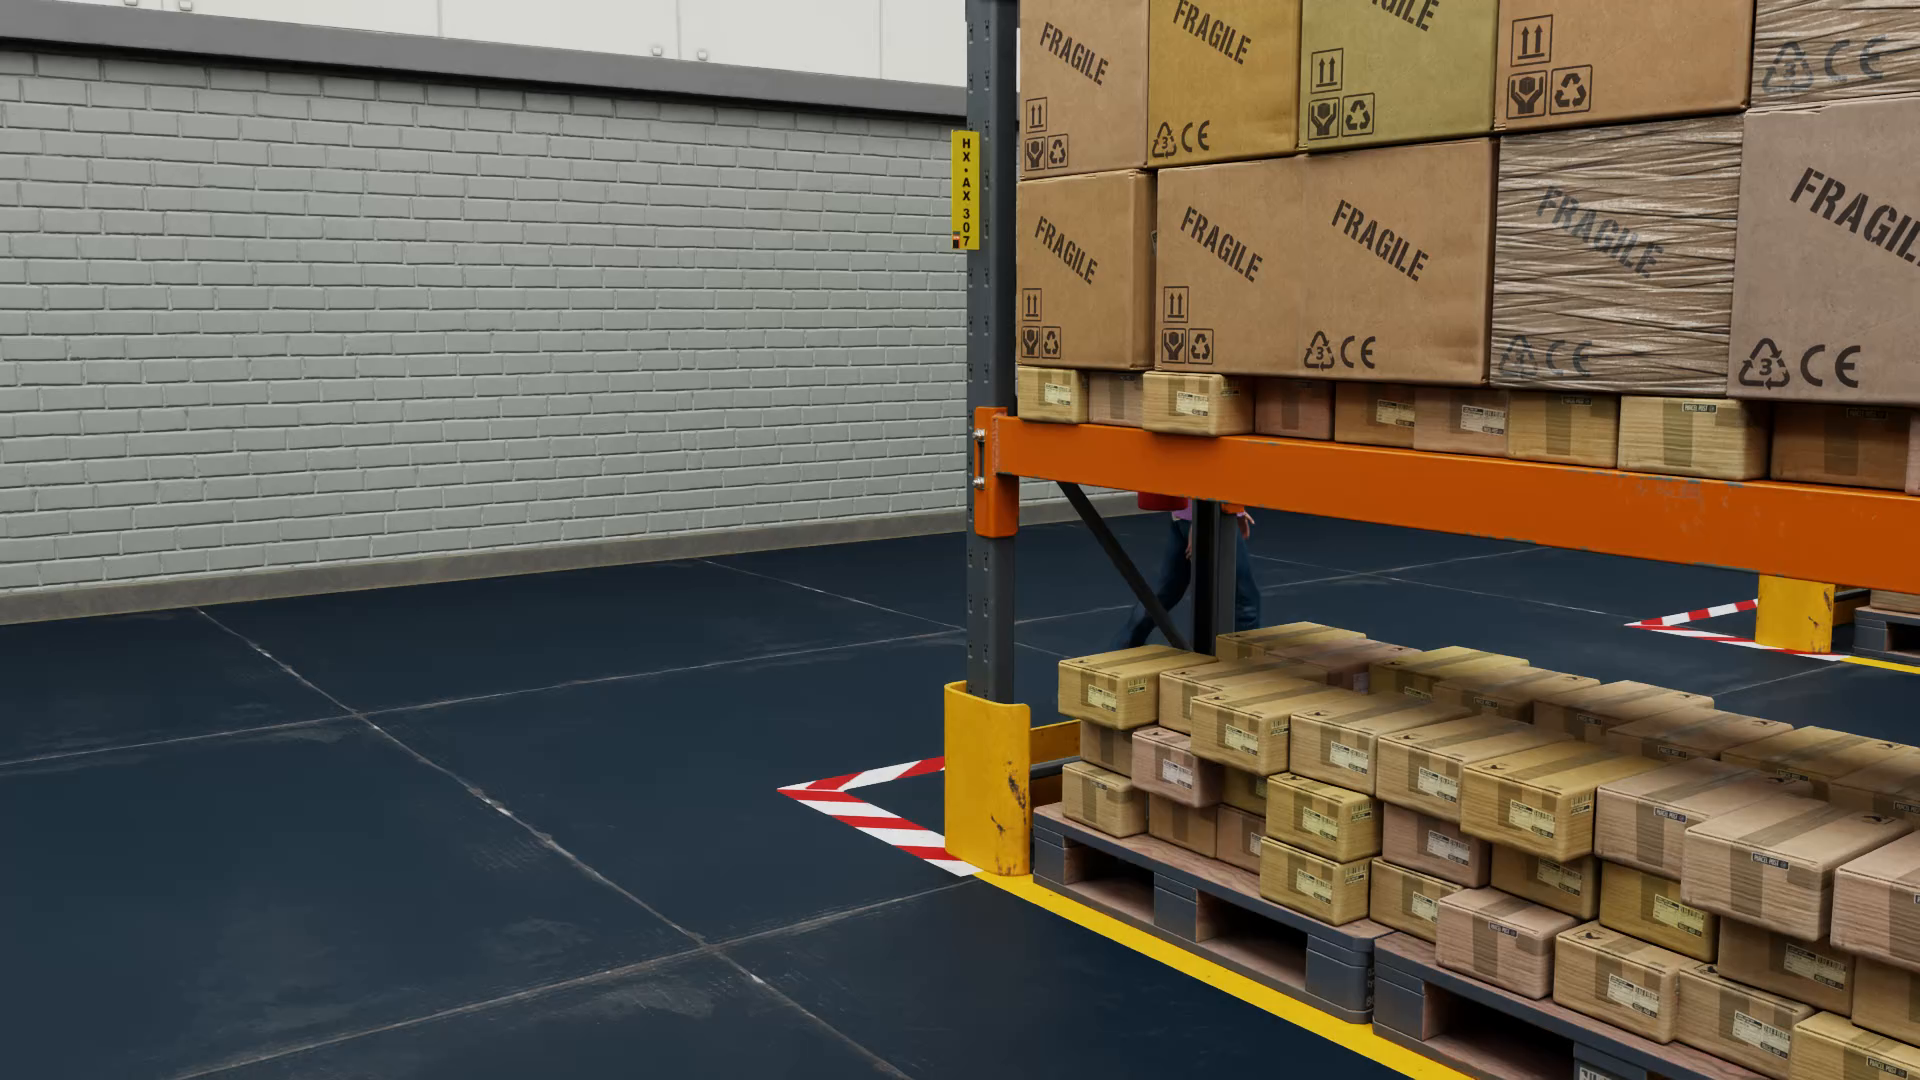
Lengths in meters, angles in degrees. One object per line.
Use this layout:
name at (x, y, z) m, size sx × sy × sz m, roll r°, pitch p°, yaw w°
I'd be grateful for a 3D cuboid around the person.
person at (0.980, -0.091, 6.523) m, size 0.846 × 1.546 × 0.551 m, roll 0°, pitch 8°, yaw 2°
